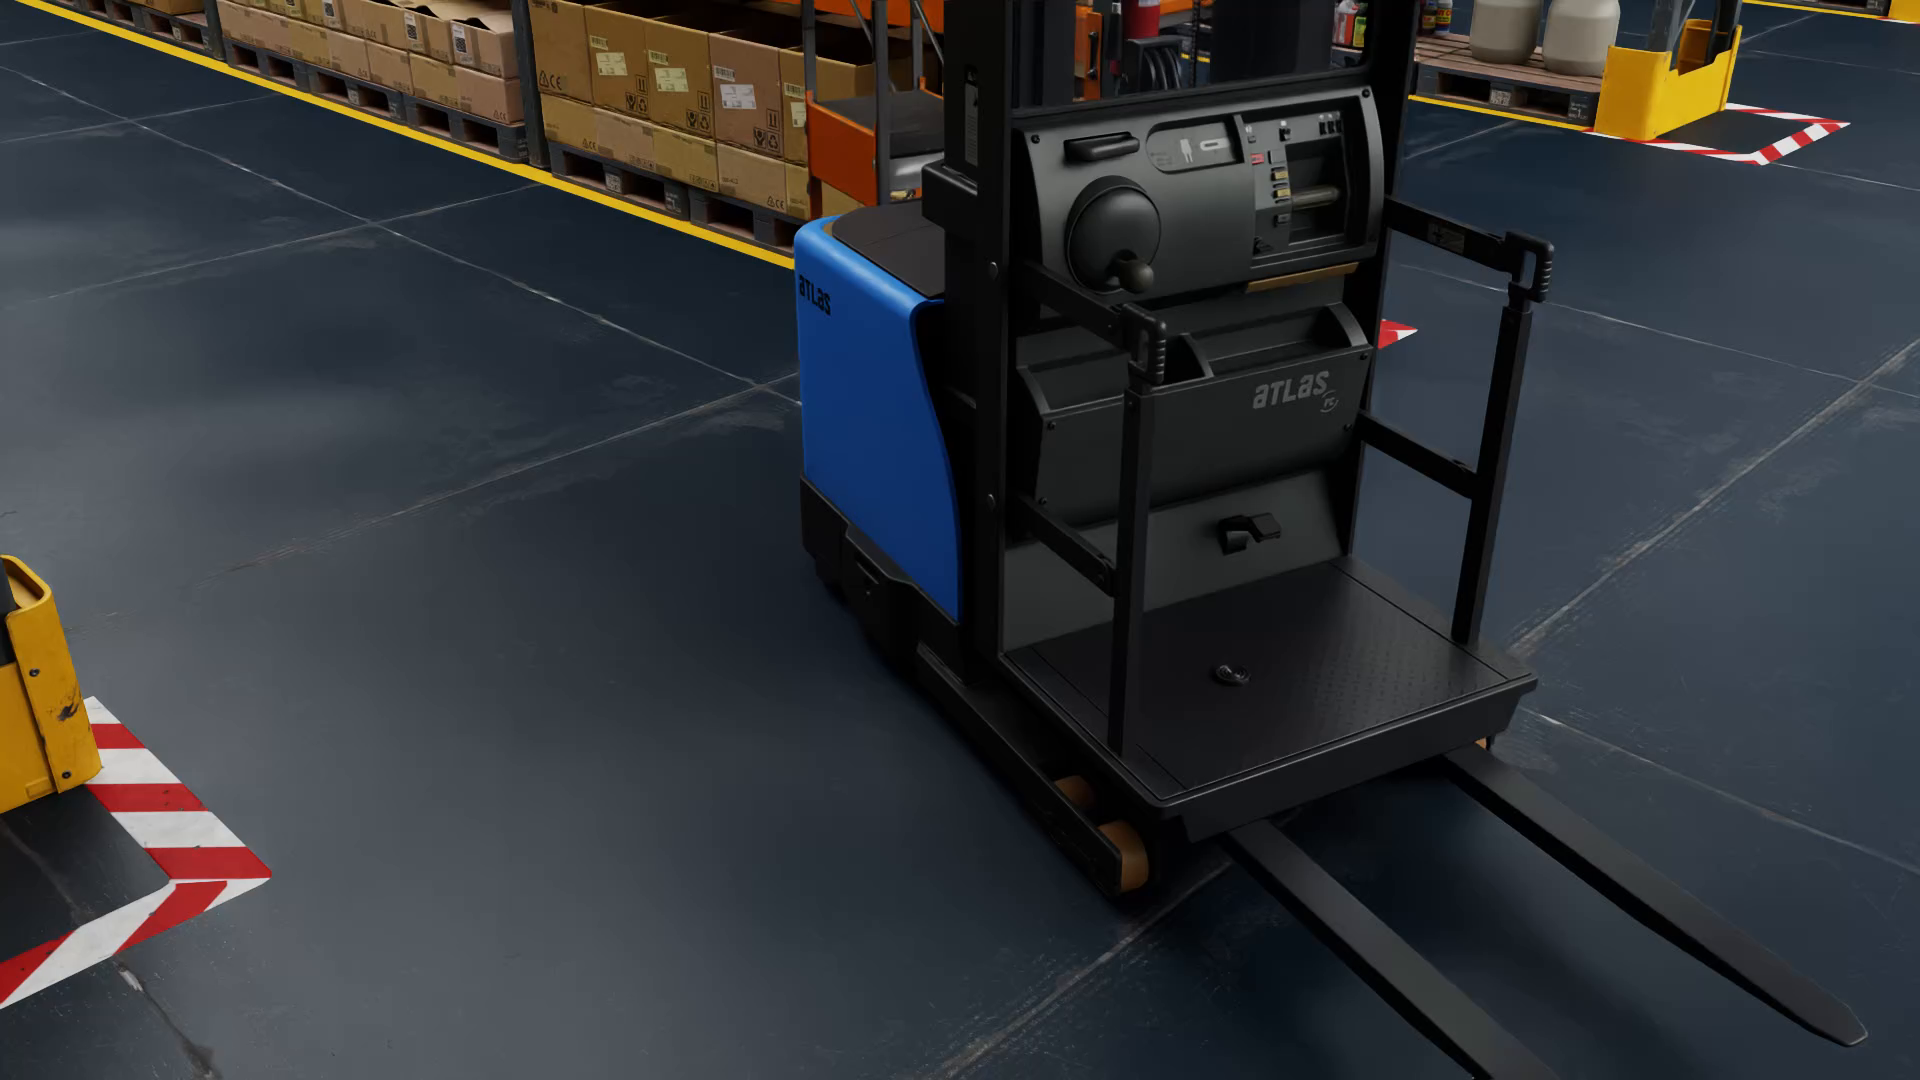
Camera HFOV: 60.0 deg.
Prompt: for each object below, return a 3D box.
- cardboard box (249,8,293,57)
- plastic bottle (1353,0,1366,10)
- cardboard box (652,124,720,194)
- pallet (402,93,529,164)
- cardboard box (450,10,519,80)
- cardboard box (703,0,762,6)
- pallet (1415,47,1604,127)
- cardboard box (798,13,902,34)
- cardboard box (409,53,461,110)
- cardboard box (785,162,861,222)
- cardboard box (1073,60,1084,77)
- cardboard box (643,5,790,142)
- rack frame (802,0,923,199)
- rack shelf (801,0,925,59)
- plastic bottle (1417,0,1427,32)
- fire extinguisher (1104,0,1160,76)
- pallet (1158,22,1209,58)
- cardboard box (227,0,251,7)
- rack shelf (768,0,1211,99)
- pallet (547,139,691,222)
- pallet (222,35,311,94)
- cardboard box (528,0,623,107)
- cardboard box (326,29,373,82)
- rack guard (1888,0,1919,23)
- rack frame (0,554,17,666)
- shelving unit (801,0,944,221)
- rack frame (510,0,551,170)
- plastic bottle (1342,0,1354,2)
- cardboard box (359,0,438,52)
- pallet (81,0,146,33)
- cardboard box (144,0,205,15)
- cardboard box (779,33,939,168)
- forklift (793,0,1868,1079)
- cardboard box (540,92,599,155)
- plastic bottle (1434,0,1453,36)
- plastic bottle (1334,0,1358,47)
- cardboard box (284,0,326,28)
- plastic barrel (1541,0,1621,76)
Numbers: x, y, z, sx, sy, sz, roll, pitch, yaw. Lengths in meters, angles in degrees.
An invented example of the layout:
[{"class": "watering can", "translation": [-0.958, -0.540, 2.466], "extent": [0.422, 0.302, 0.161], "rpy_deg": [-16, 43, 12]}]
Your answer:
[{"class": "cardboard box", "translation": [-4.306, -3.378, 10.955], "extent": [0.500, 0.250, 0.500], "rpy_deg": [23, 36, 37]}, {"class": "plastic bottle", "translation": [2.644, -3.447, 11.028], "extent": [0.133, 0.283, 0.061], "rpy_deg": [25, 36, 38]}, {"class": "cardboard box", "translation": [-1.156, -1.924, 8.189], "extent": [0.500, 0.250, 0.500], "rpy_deg": [25, 36, 38]}, {"class": "pallet", "translation": [-2.533, -2.530, 9.834], "extent": [1.213, 0.211, 1.003], "rpy_deg": [25, 36, 38]}, {"class": "cardboard box", "translation": [-2.470, -2.791, 9.235], "extent": [0.500, 0.311, 0.500], "rpy_deg": [25, 36, 38]}, {"class": "cardboard box", "translation": [-1.148, -2.591, 8.653], "extent": [0.500, 0.500, 0.500], "rpy_deg": [25, 36, 38]}, {"class": "pallet", "translation": [3.685, -2.916, 10.568], "extent": [1.213, 0.211, 1.003], "rpy_deg": [25, 36, 38]}, {"class": "cardboard box", "translation": [-0.422, -2.271, 8.044], "extent": [0.500, 0.500, 0.500], "rpy_deg": [25, 36, 38]}, {"class": "cardboard box", "translation": [-2.838, -2.710, 9.684], "extent": [0.500, 0.250, 0.500], "rpy_deg": [24, 36, 38]}, {"class": "cardboard box", "translation": [-0.440, -1.599, 7.571], "extent": [0.500, 0.250, 0.500], "rpy_deg": [25, 36, 38]}, {"class": "cardboard box", "translation": [0.288, -1.943, 7.420], "extent": [0.500, 0.500, 0.500], "rpy_deg": [25, 36, 38]}, {"class": "cardboard box", "translation": [-1.156, -2.256, 8.014], "extent": [0.500, 0.500, 0.500], "rpy_deg": [25, 36, 38]}, {"class": "rack frame", "translation": [-0.296, -1.202, 5.279], "extent": [0.400, 2.100, 0.015], "rpy_deg": [-14, 31, -25]}, {"class": "rack shelf", "translation": [-0.177, -1.710, 4.771], "extent": [0.431, 0.518, 0.480], "rpy_deg": [-14, 31, -25]}, {"class": "plastic bottle", "translation": [3.125, -3.641, 11.398], "extent": [0.061, 0.283, 0.133], "rpy_deg": [-25, 36, -38]}, {"class": "fire extinguisher", "translation": [0.631, -2.004, 5.922], "extent": [0.183, 0.674, 0.296], "rpy_deg": [25, 36, 38]}, {"class": "pallet", "translation": [1.945, -3.712, 12.082], "extent": [1.213, 0.211, 1.003], "rpy_deg": [25, 36, 38]}, {"class": "cardboard box", "translation": [-4.665, -3.790, 11.136], "extent": [0.500, 0.311, 0.500], "rpy_deg": [-24, 36, -38]}, {"class": "rack shelf", "translation": [-0.554, -2.565, 7.679], "extent": [4.000, 0.370, 1.077], "rpy_deg": [25, 36, 38]}, {"class": "pallet", "translation": [-1.442, -2.029, 8.882], "extent": [1.213, 0.211, 1.003], "rpy_deg": [25, 36, 38]}, {"class": "pallet", "translation": [-4.273, -3.326, 11.348], "extent": [1.213, 0.211, 1.003], "rpy_deg": [25, 36, 38]}, {"class": "cardboard box", "translation": [-1.869, -2.582, 8.635], "extent": [0.500, 0.500, 0.500], "rpy_deg": [25, 36, 38]}, {"class": "cardboard box", "translation": [-3.565, -3.043, 10.318], "extent": [0.500, 0.250, 0.500], "rpy_deg": [-24, 36, -38]}, {"class": "rack guard", "translation": [7.766, -4.436, 13.149], "extent": [0.348, 0.500, 1.175], "rpy_deg": [25, 36, 38]}, {"class": "rack frame", "translation": [-2.598, -0.586, 3.142], "extent": [0.127, 3.000, 1.000], "rpy_deg": [25, 36, 38]}, {"class": "shelving unit", "translation": [-0.177, -1.102, 5.090], "extent": [0.431, 2.100, 0.503], "rpy_deg": [-14, 31, -25]}, {"class": "rack frame", "translation": [-1.980, -3.536, 8.753], "extent": [0.127, 3.000, 1.000], "rpy_deg": [25, 36, 38]}, {"class": "plastic bottle", "translation": [2.740, -3.769, 11.729], "extent": [0.097, 0.201, 0.097], "rpy_deg": [0, 28, 0]}, {"class": "cardboard box", "translation": [-3.199, -3.122, 9.865], "extent": [0.500, 0.311, 0.500], "rpy_deg": [24, 36, 38]}, {"class": "pallet", "translation": [-6.204, -4.262, 13.128], "extent": [1.213, 0.211, 1.003], "rpy_deg": [25, 36, 38]}, {"class": "cardboard box", "translation": [-5.664, -4.157, 12.146], "extent": [0.500, 0.500, 0.500], "rpy_deg": [-24, 36, -37]}, {"class": "cardboard box", "translation": [-0.442, -1.930, 7.394], "extent": [0.500, 0.500, 0.500], "rpy_deg": [25, 36, 38]}, {"class": "forklift", "translation": [0.659, -0.741, 3.509], "extent": [1.130, 2.935, 3.031], "rpy_deg": [-14, 31, -25]}, {"class": "cardboard box", "translation": [-1.862, -2.253, 8.816], "extent": [0.500, 0.250, 0.500], "rpy_deg": [25, 36, 38]}, {"class": "plastic bottle", "translation": [3.273, -3.556, 11.249], "extent": [0.097, 0.271, 0.097], "rpy_deg": [0, 28, 0]}, {"class": "plastic bottle", "translation": [2.570, -3.408, 10.962], "extent": [0.135, 0.276, 0.152], "rpy_deg": [25, 37, 39]}, {"class": "cardboard box", "translation": [-3.922, -3.455, 10.497], "extent": [0.500, 0.311, 0.500], "rpy_deg": [23, 36, 37]}, {"class": "plastic barrel", "translation": [3.825, -3.148, 10.236], "extent": [0.421, 0.512, 0.421], "rpy_deg": [0, 28, 0]}]
